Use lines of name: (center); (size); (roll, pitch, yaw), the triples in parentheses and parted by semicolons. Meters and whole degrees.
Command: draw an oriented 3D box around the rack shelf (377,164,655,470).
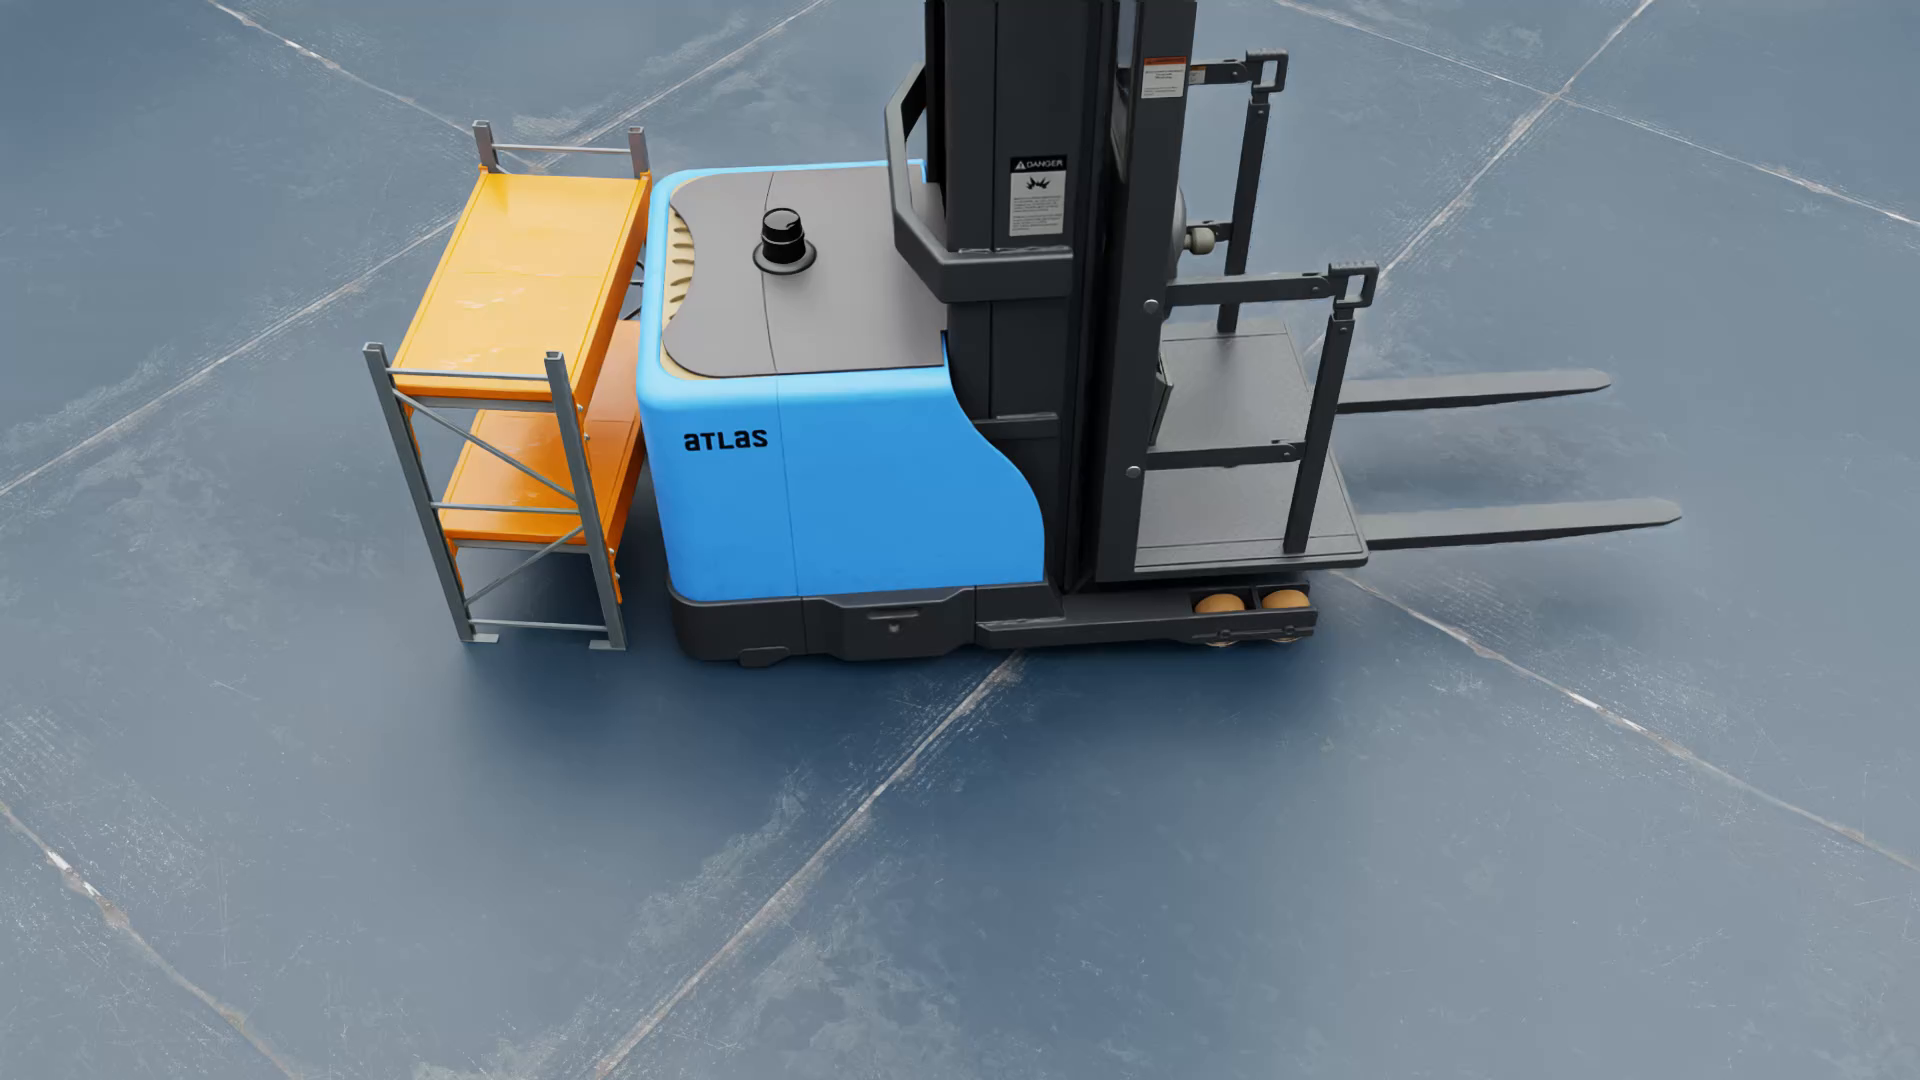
rack shelf: (-1.206, -0.652, 4.690); (0.538, 0.278, 1.000); (3, 46, 3)

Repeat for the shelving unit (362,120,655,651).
shelving unit: (-1.206, -0.450, 4.902); (0.538, 1.125, 1.048); (3, 46, 3)

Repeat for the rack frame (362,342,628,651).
rack frame: (-1.240, -0.083, 4.552); (0.500, 1.125, 0.032); (3, 46, 3)

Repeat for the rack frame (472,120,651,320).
rack frame: (-1.172, -0.817, 5.252); (0.500, 1.125, 0.032); (3, 46, 3)

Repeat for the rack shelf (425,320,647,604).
rack shelf: (-1.206, -0.281, 5.079); (0.538, 0.278, 1.000); (3, 46, 3)

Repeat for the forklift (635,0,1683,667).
forklift: (0.643, -1.077, 4.252); (3.031, 2.935, 1.130); (-3, 46, -3)
